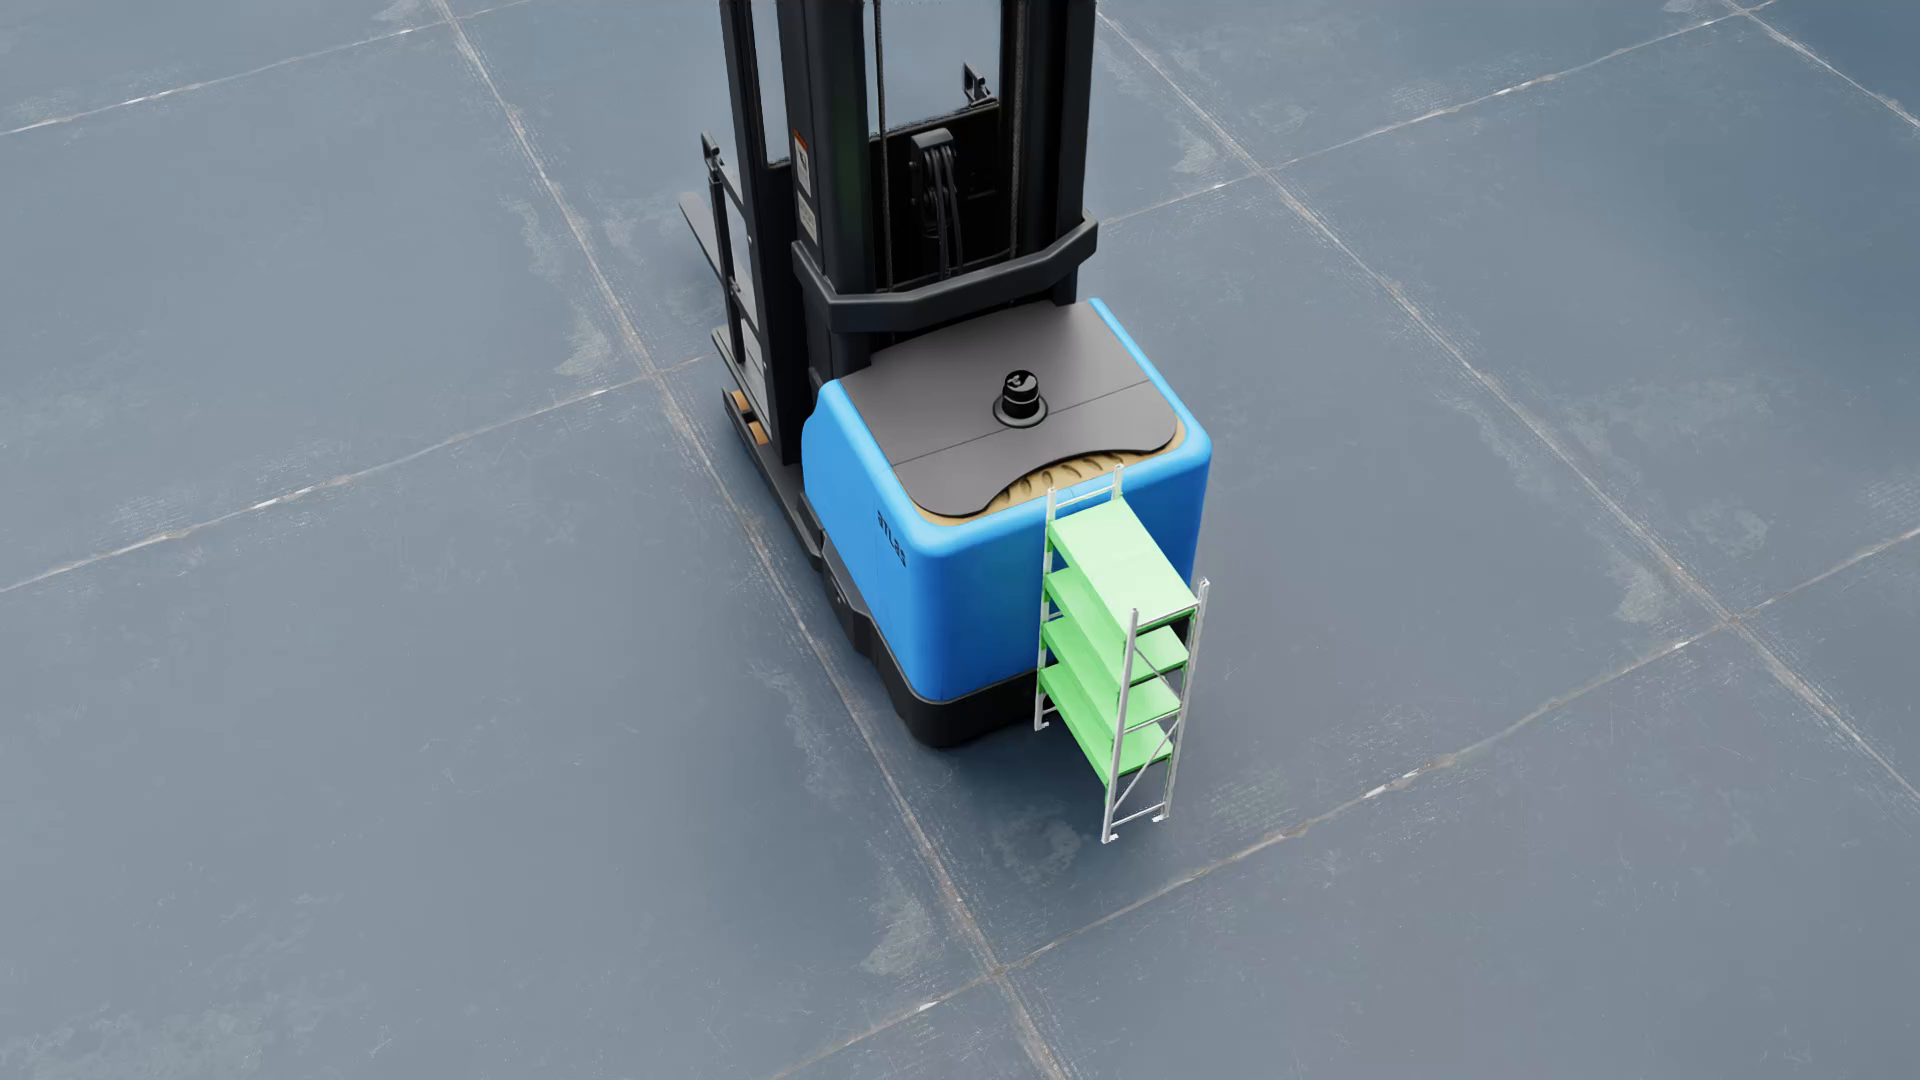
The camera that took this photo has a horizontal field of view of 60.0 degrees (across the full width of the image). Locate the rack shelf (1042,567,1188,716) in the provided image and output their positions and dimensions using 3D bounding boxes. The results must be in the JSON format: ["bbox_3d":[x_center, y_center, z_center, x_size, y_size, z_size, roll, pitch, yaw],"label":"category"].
[{"bbox_3d":[0.468,0.266,4.987,0.258,0.148,0.480,-19,52,-16],"label":"rack shelf"}]

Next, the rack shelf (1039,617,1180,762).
[{"bbox_3d":[0.468,0.424,5.167,0.258,0.148,0.480,-19,52,-16],"label":"rack shelf"}]

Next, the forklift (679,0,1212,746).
[{"bbox_3d":[-0.286,-1.402,5.529,1.130,2.935,3.031,-19,52,-16],"label":"forklift"}]

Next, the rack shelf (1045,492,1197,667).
[{"bbox_3d":[0.468,0.108,4.806,0.258,0.148,0.480,-19,52,-16],"label":"rack shelf"}]

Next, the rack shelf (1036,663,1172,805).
[{"bbox_3d":[0.468,0.582,5.348,0.258,0.148,0.480,-19,52,-16],"label":"rack shelf"}]

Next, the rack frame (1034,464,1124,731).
[{"bbox_3d":[0.365,0.215,5.265,0.240,1.200,0.015,-19,52,-16],"label":"rack frame"}]

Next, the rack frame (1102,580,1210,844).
[{"bbox_3d":[0.572,0.548,4.974,0.240,1.200,0.015,-19,52,-16],"label":"rack frame"}]

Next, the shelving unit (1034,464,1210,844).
[{"bbox_3d":[0.468,0.381,5.119,0.258,1.200,0.503,-19,52,-16],"label":"shelving unit"}]
